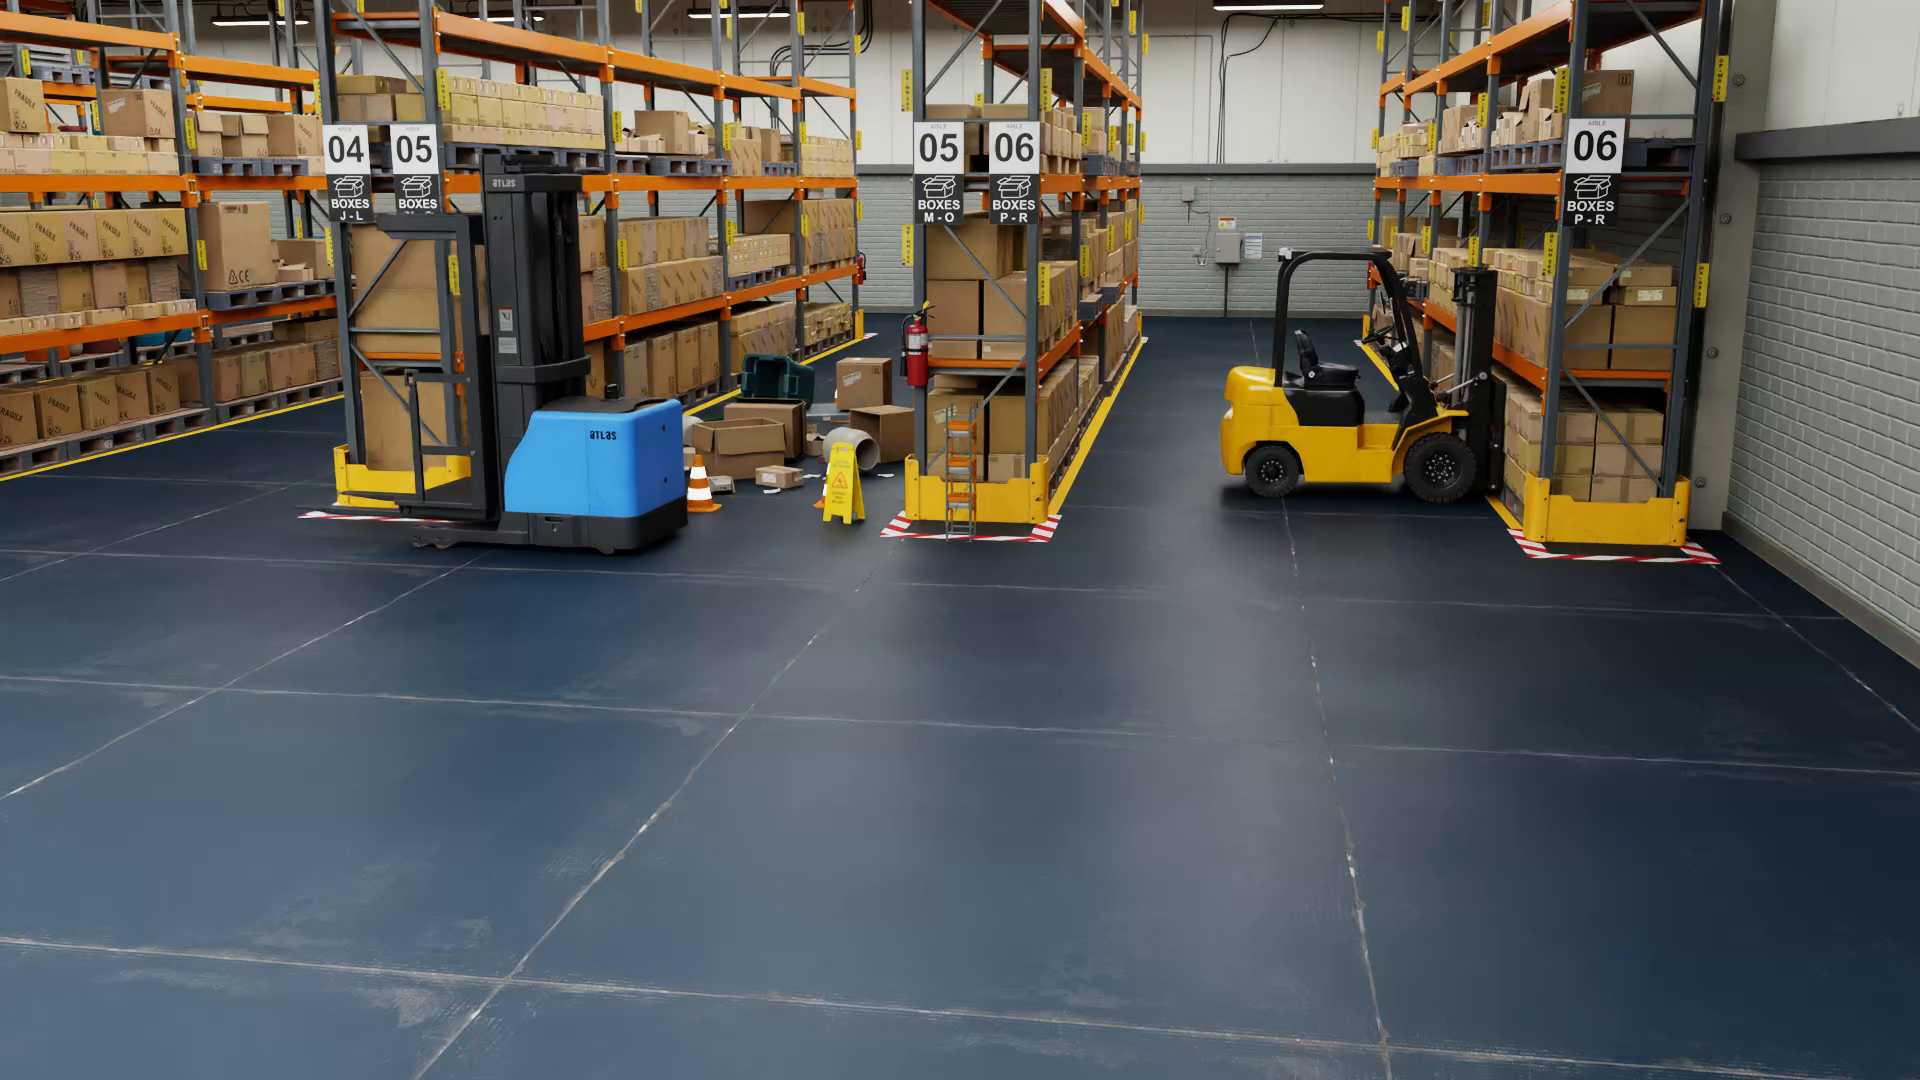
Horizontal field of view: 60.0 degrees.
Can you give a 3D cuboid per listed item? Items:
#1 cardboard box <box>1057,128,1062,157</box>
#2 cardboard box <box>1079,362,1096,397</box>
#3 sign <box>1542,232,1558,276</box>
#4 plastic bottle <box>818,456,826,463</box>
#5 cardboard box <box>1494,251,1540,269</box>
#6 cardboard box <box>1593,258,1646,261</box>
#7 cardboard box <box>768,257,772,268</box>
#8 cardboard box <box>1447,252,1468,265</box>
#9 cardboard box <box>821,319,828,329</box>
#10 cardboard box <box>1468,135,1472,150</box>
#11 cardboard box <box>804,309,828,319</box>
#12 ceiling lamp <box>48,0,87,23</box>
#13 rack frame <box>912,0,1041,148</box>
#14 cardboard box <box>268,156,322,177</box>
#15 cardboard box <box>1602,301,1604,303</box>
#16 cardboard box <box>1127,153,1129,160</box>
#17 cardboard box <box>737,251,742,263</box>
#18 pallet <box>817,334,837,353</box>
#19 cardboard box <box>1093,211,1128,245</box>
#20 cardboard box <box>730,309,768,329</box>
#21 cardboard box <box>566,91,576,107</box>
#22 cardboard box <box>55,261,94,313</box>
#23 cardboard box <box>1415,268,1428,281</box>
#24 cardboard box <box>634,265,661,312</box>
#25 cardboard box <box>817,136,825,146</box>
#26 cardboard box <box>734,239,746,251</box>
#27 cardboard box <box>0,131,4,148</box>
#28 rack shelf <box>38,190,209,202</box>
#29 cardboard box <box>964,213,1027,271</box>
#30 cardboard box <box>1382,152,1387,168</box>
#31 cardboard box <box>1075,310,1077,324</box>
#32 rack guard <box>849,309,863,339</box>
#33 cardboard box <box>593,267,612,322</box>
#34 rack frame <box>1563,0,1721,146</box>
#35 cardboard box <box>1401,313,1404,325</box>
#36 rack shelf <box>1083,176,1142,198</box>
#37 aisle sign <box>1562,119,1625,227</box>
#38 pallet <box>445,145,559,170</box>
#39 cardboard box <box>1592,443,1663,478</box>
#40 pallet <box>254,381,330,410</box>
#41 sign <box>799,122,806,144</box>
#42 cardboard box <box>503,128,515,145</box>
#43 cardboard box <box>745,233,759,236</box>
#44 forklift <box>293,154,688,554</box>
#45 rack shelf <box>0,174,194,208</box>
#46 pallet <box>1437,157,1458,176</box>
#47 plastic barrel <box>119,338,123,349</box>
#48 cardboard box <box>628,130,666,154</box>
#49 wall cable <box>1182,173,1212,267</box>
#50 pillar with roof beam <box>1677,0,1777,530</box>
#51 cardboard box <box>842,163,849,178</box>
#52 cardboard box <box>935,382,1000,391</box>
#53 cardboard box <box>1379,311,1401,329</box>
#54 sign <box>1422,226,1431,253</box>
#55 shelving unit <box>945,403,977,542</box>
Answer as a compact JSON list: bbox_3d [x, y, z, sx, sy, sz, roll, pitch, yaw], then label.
[{"bbox_3d":[0.612,-3.484,14.571,0.500,0.250,0.500,2,12,10],"label":"cardboard box"},{"bbox_3d":[1.157,-1.952,20.171,0.950,0.372,0.625,2,12,8],"label":"cardboard box"},{"bbox_3d":[4.500,-2.179,12.674,0.100,0.325,0.005,2,12,9],"label":"sign"},{"bbox_3d":[-1.307,-0.825,16.678,0.133,0.061,0.283,4,13,18],"label":"plastic bottle"},{"bbox_3d":[5.185,-2.603,15.469,0.380,0.149,0.250,2,12,10],"label":"cardboard box"},{"bbox_3d":[5.604,-2.318,14.147,0.380,0.149,0.250,2,12,7],"label":"cardboard box"},{"bbox_3d":[-2.953,-4.051,24.272,0.380,0.149,0.250,1,12,6],"label":"cardboard box"},{"bbox_3d":[5.737,-3.182,18.863,0.380,0.149,0.250,2,12,10],"label":"cardboard box"},{"bbox_3d":[-2.396,-3.567,27.489,0.380,0.149,0.250,2,12,8],"label":"cardboard box"},{"bbox_3d":[5.519,-4.146,17.354,0.380,0.149,0.250,2,12,9],"label":"cardboard box"},{"bbox_3d":[-2.409,-3.766,27.707,0.380,0.149,0.250,2,12,9],"label":"cardboard box"},{"bbox_3d":[-18.977,-12.033,33.614,2.000,3.185,0.800,2,12,9],"label":"ceiling lamp"},{"bbox_3d":[0.129,-4.570,12.837,1.000,3.000,0.127,2,12,9],"label":"rack frame"},{"bbox_3d":[-8.406,-4.701,20.924,0.500,0.250,0.500,2,12,10],"label":"cardboard box"},{"bbox_3d":[5.443,-1.729,13.659,0.500,0.500,0.500,2,12,10],"label":"cardboard box"},{"bbox_3d":[2.624,-6.379,27.714,0.380,0.149,0.250,1,12,4],"label":"cardboard box"},{"bbox_3d":[-3.197,-3.876,22.751,0.380,0.149,0.250,1,12,7],"label":"cardboard box"},{"bbox_3d":[-2.678,-3.307,27.836,1.003,0.211,1.213,2,12,9],"label":"pallet"},{"bbox_3d":[2.287,-4.764,25.368,0.500,0.500,0.500,2,12,9],"label":"cardboard box"},{"bbox_3d":[-3.035,-3.135,23.579,0.500,0.250,0.500,2,12,9],"label":"cardboard box"},{"bbox_3d":[-4.020,-4.353,16.422,0.380,0.149,0.250,2,12,10],"label":"cardboard box"},{"bbox_3d":[-9.385,-2.580,16.903,0.875,0.500,0.500,2,12,9],"label":"cardboard box"},{"bbox_3d":[5.987,-3.374,21.128,0.380,0.149,0.250,2,12,10],"label":"cardboard box"},{"bbox_3d":[-3.739,-2.864,18.924,0.500,0.500,0.500,2,12,9],"label":"cardboard box"},{"bbox_3d":[-2.398,-6.431,26.819,0.380,0.149,0.250,3,12,11],"label":"cardboard box"},{"bbox_3d":[-3.162,-4.067,22.932,0.380,0.149,0.250,1,12,6],"label":"cardboard box"},{"bbox_3d":[-9.227,-3.758,15.599,0.380,0.149,0.250,2,12,11],"label":"cardboard box"},{"bbox_3d":[-13.019,-5.315,25.123,1.077,0.370,4.000,2,12,9],"label":"rack shelf"},{"bbox_3d":[0.268,-2.747,15.305,0.700,0.500,0.500,2,12,8],"label":"cardboard box"},{"bbox_3d":[7.008,-6.050,26.476,0.500,0.250,0.500,2,12,7],"label":"cardboard box"},{"bbox_3d":[0.996,-2.270,17.003,0.380,0.149,0.250,2,12,8],"label":"cardboard box"},{"bbox_3d":[-2.328,-3.869,29.760,1.175,0.500,0.348,2,12,9],"label":"rack guard"},{"bbox_3d":[-4.207,-2.605,17.605,0.875,0.550,0.550,2,12,9],"label":"cardboard box"},{"bbox_3d":[5.035,-4.410,12.094,1.000,3.000,0.127,2,12,9],"label":"rack frame"},{"bbox_3d":[6.562,-3.209,24.162,0.380,0.149,0.250,2,12,11],"label":"cardboard box"},{"bbox_3d":[2.282,-5.666,26.752,1.077,0.370,4.000,2,12,9],"label":"rack shelf"},{"bbox_3d":[4.734,-2.744,12.433,0.394,0.787,0.004,2,12,9],"label":"aisle sign"},{"bbox_3d":[-4.488,-3.609,15.709,1.003,0.211,1.213,2,12,9],"label":"pallet"},{"bbox_3d":[5.312,-0.674,13.342,0.500,0.250,0.500,2,12,10],"label":"cardboard box"},{"bbox_3d":[-8.744,-1.844,21.050,1.003,0.211,1.213,2,12,9],"label":"pallet"},{"bbox_3d":[-2.383,-6.169,25.215,0.100,0.325,0.005,2,12,9],"label":"sign"},{"bbox_3d":[-4.253,-3.645,15.030,0.380,0.149,0.250,2,12,9],"label":"cardboard box"},{"bbox_3d":[-3.137,-4.578,26.174,0.500,0.500,0.500,2,12,9],"label":"cardboard box"},{"bbox_3d":[-3.738,-1.471,12.864,3.031,2.935,1.130,3,13,14],"label":"forklift"},{"bbox_3d":[-9.355,-3.489,16.651,1.077,0.370,4.000,2,12,9],"label":"rack shelf"},{"bbox_3d":[6.249,-4.372,19.489,1.213,0.211,1.003,2,12,11],"label":"pallet"},{"bbox_3d":[-13.096,-3.231,25.774,0.421,0.512,0.421,0,12,0],"label":"plastic barrel"},{"bbox_3d":[-3.665,-4.646,19.398,0.396,0.266,0.258,2,12,9],"label":"cardboard box"},{"bbox_3d":[4.837,-6.595,34.065,0.588,1.984,0.122,2,12,9],"label":"wall cable"},{"bbox_3d":[1.778,-4.665,13.279,9.100,9.000,0.400,2,12,9],"label":"pillar with roof beam"},{"bbox_3d":[-2.197,-6.290,28.297,0.500,0.250,0.500,2,12,9],"label":"cardboard box"},{"bbox_3d":[0.072,-1.149,14.953,0.500,0.500,0.500,2,12,11],"label":"cardboard box"},{"bbox_3d":[6.957,-3.383,26.508,0.500,0.500,0.500,2,12,10],"label":"cardboard box"},{"bbox_3d":[5.727,-3.685,20.413,0.100,0.325,0.005,2,12,9],"label":"sign"},{"bbox_3d":[0.008,-0.524,12.934,0.215,1.050,0.252,2,12,9],"label":"shelving unit"}]
